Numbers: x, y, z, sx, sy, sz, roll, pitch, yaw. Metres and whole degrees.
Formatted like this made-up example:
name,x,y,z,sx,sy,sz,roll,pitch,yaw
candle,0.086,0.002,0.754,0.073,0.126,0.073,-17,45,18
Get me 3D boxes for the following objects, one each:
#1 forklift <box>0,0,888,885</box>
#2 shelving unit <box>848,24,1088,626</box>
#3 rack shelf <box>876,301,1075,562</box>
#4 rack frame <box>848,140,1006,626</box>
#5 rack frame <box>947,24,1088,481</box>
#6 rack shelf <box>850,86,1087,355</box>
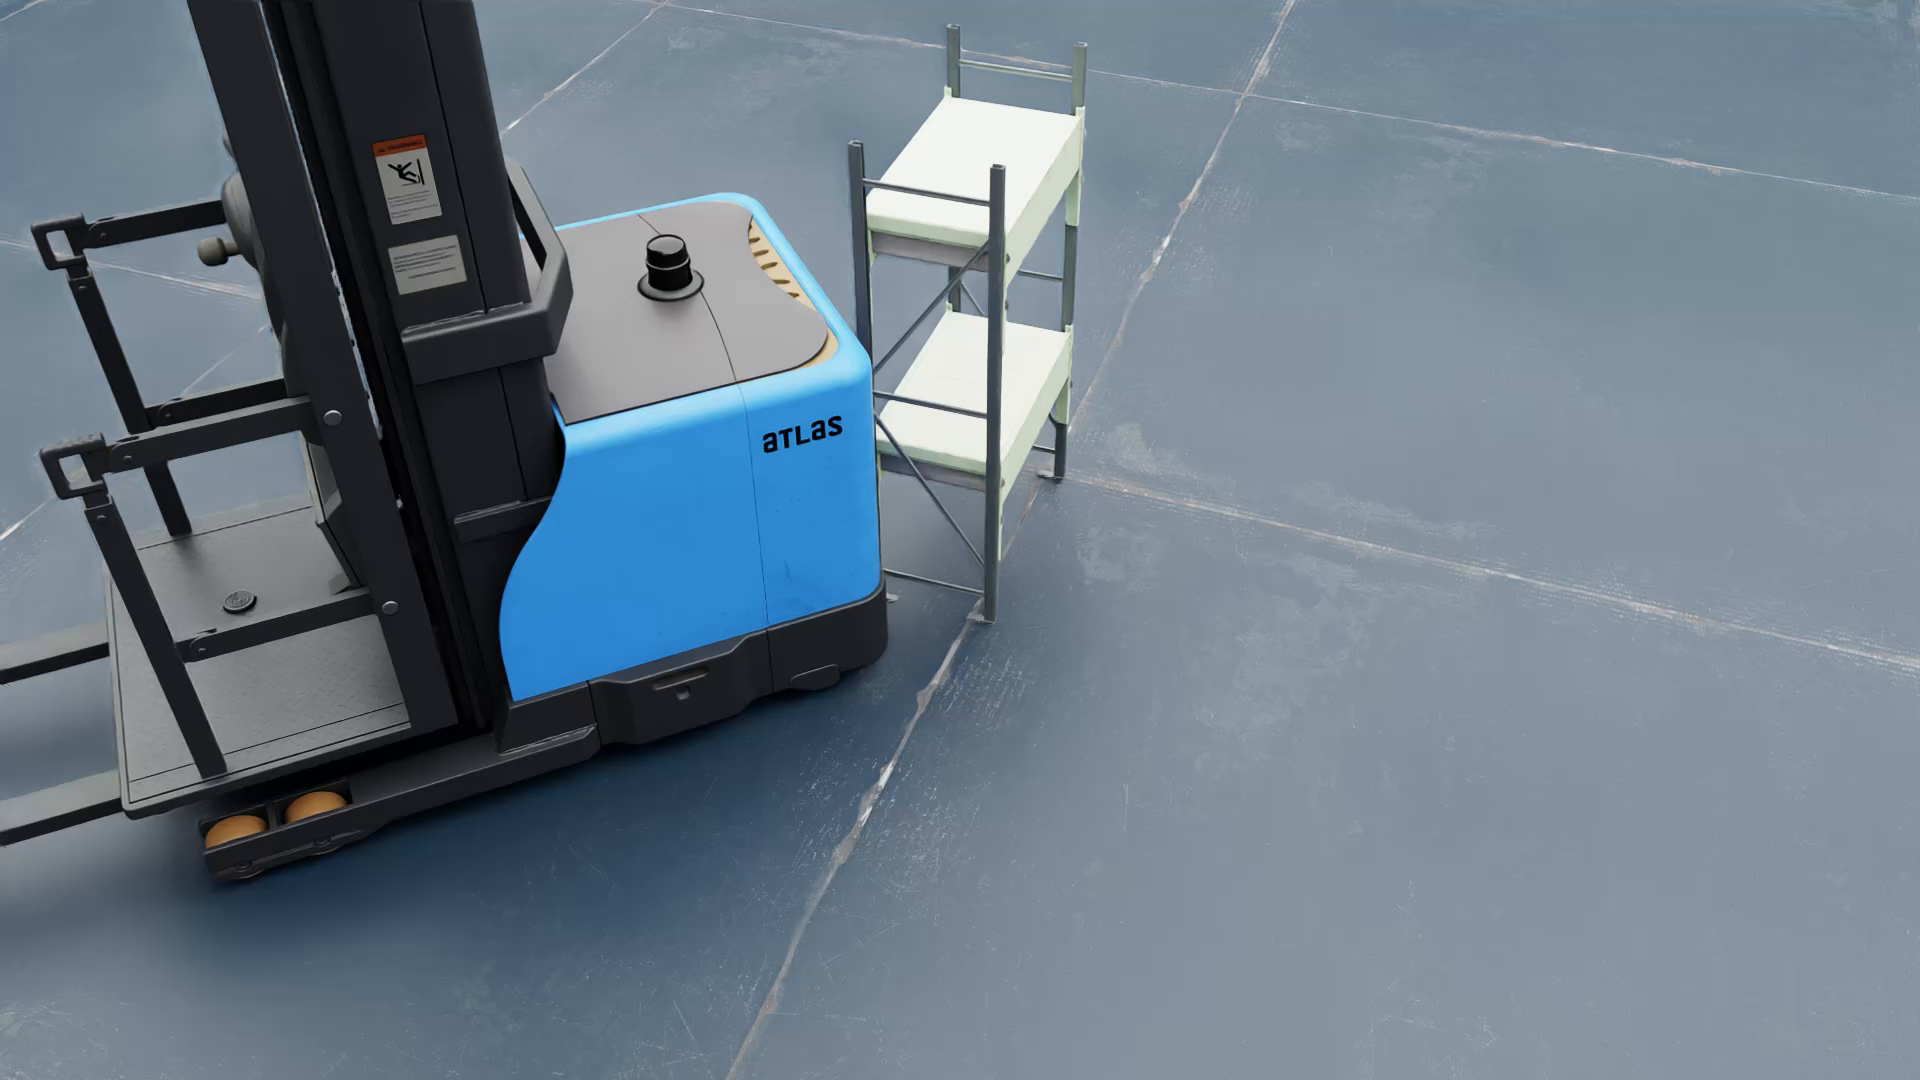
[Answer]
name,x,y,z,sx,sy,sz,roll,pitch,yaw
forklift,-1.771,-0.644,3.747,3.031,2.935,1.130,-16,43,-18
shelving unit,0.037,-0.589,4.785,0.431,1.500,0.755,13,42,14
rack shelf,0.037,-0.341,4.997,0.431,0.370,0.720,13,42,14
rack frame,-0.082,-0.365,4.522,0.400,1.500,0.023,13,42,14
rack frame,0.155,-0.814,5.049,0.400,1.500,0.023,13,42,14
rack shelf,0.037,-0.886,4.532,0.431,0.370,0.720,13,42,14
